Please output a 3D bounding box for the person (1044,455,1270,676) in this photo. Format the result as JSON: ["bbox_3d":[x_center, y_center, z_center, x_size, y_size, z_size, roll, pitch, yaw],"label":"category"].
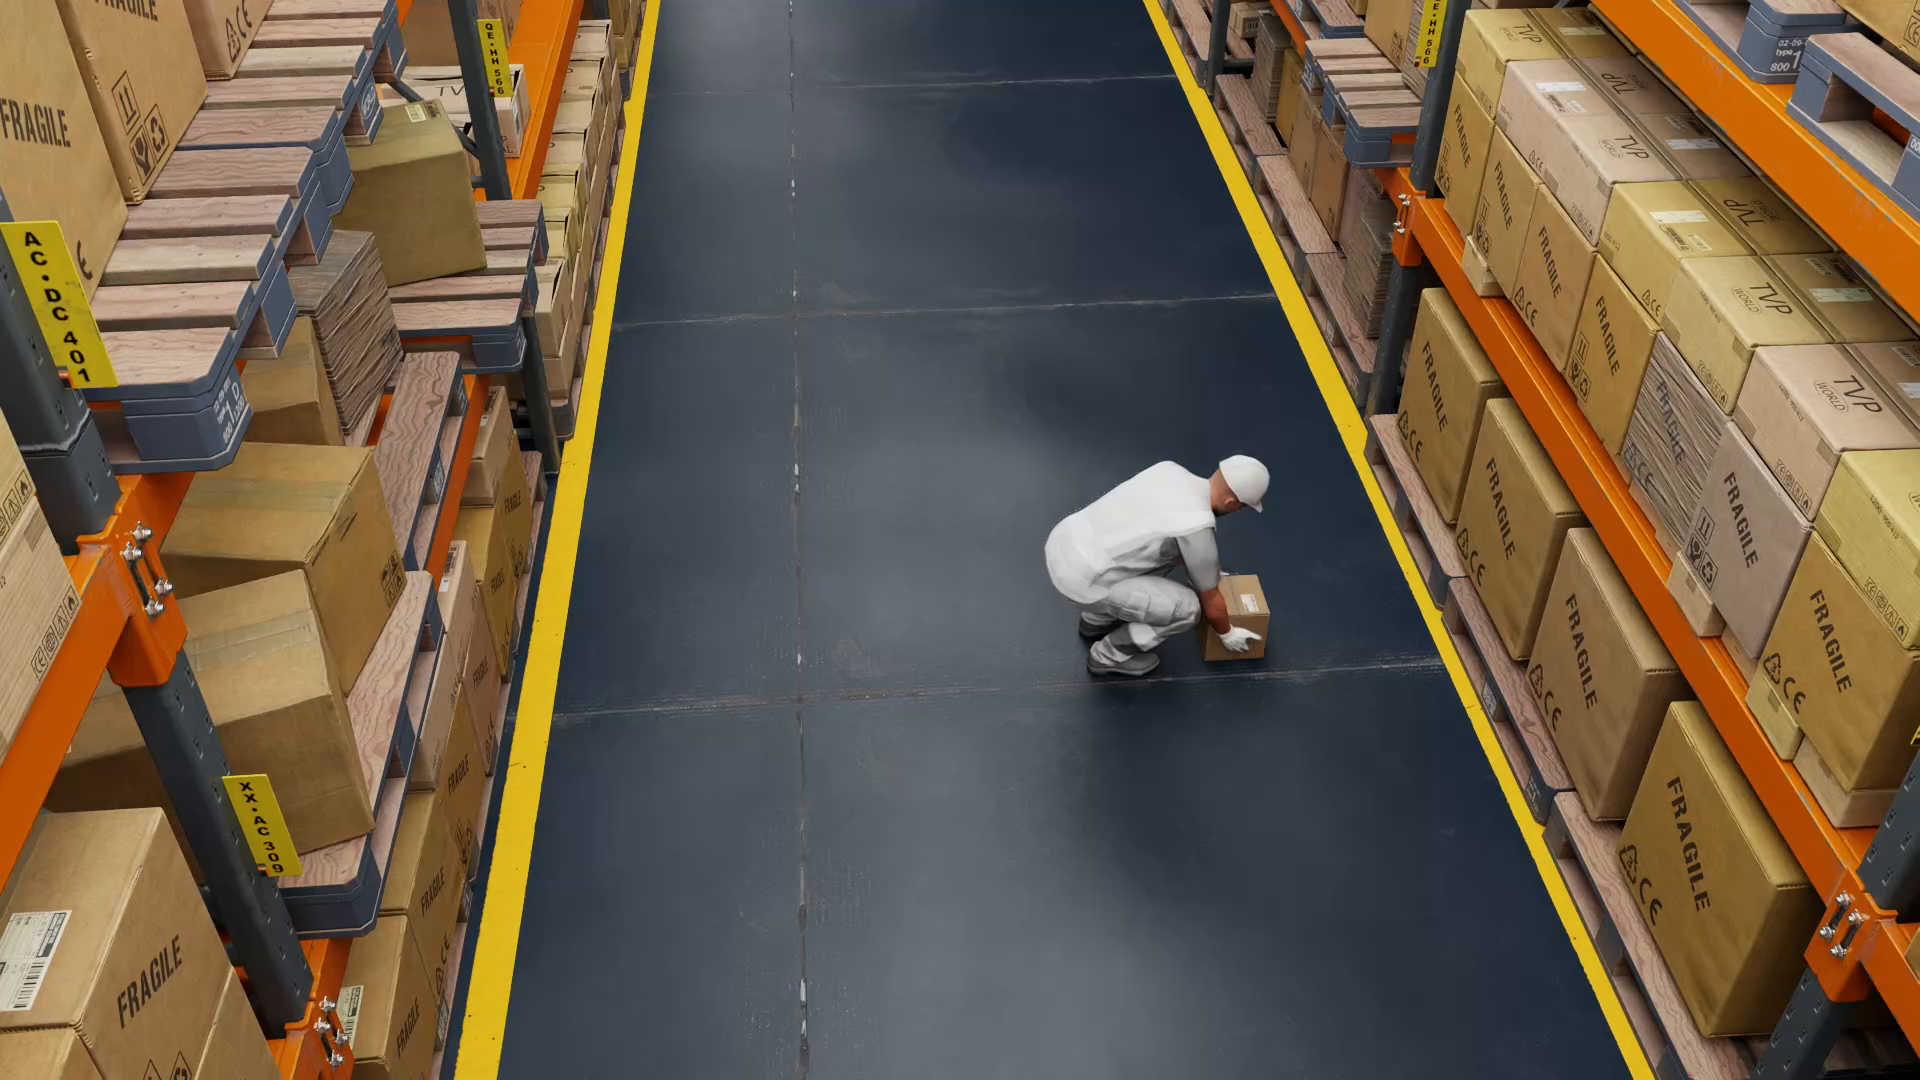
[{"bbox_3d":[0.786,0.077,6.748,0.887,0.907,0.570,-3,39,-4],"label":"person"}]
